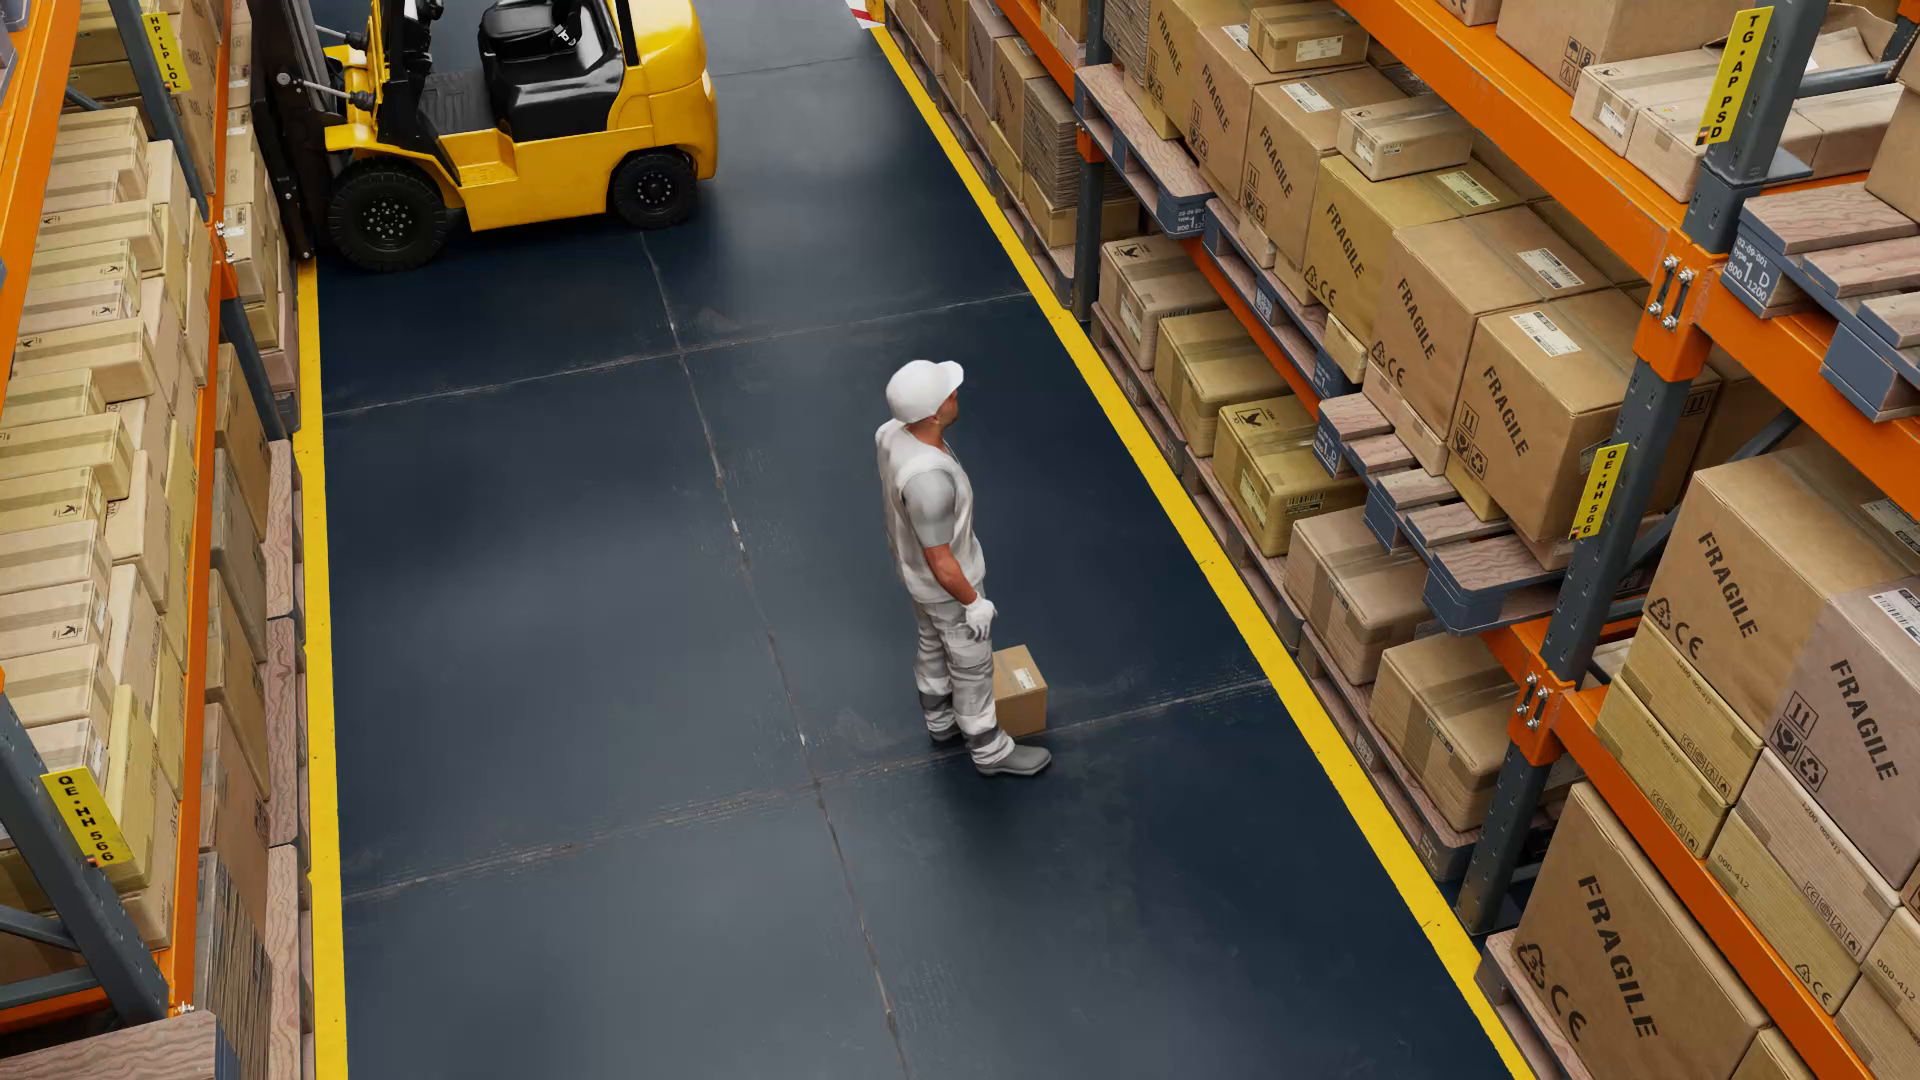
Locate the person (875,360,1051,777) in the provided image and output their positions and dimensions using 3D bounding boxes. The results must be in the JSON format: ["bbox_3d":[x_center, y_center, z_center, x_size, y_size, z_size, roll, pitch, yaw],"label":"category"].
[{"bbox_3d":[0.010,0.093,6.024,0.564,1.788,0.627,-12,43,-13],"label":"person"}]
